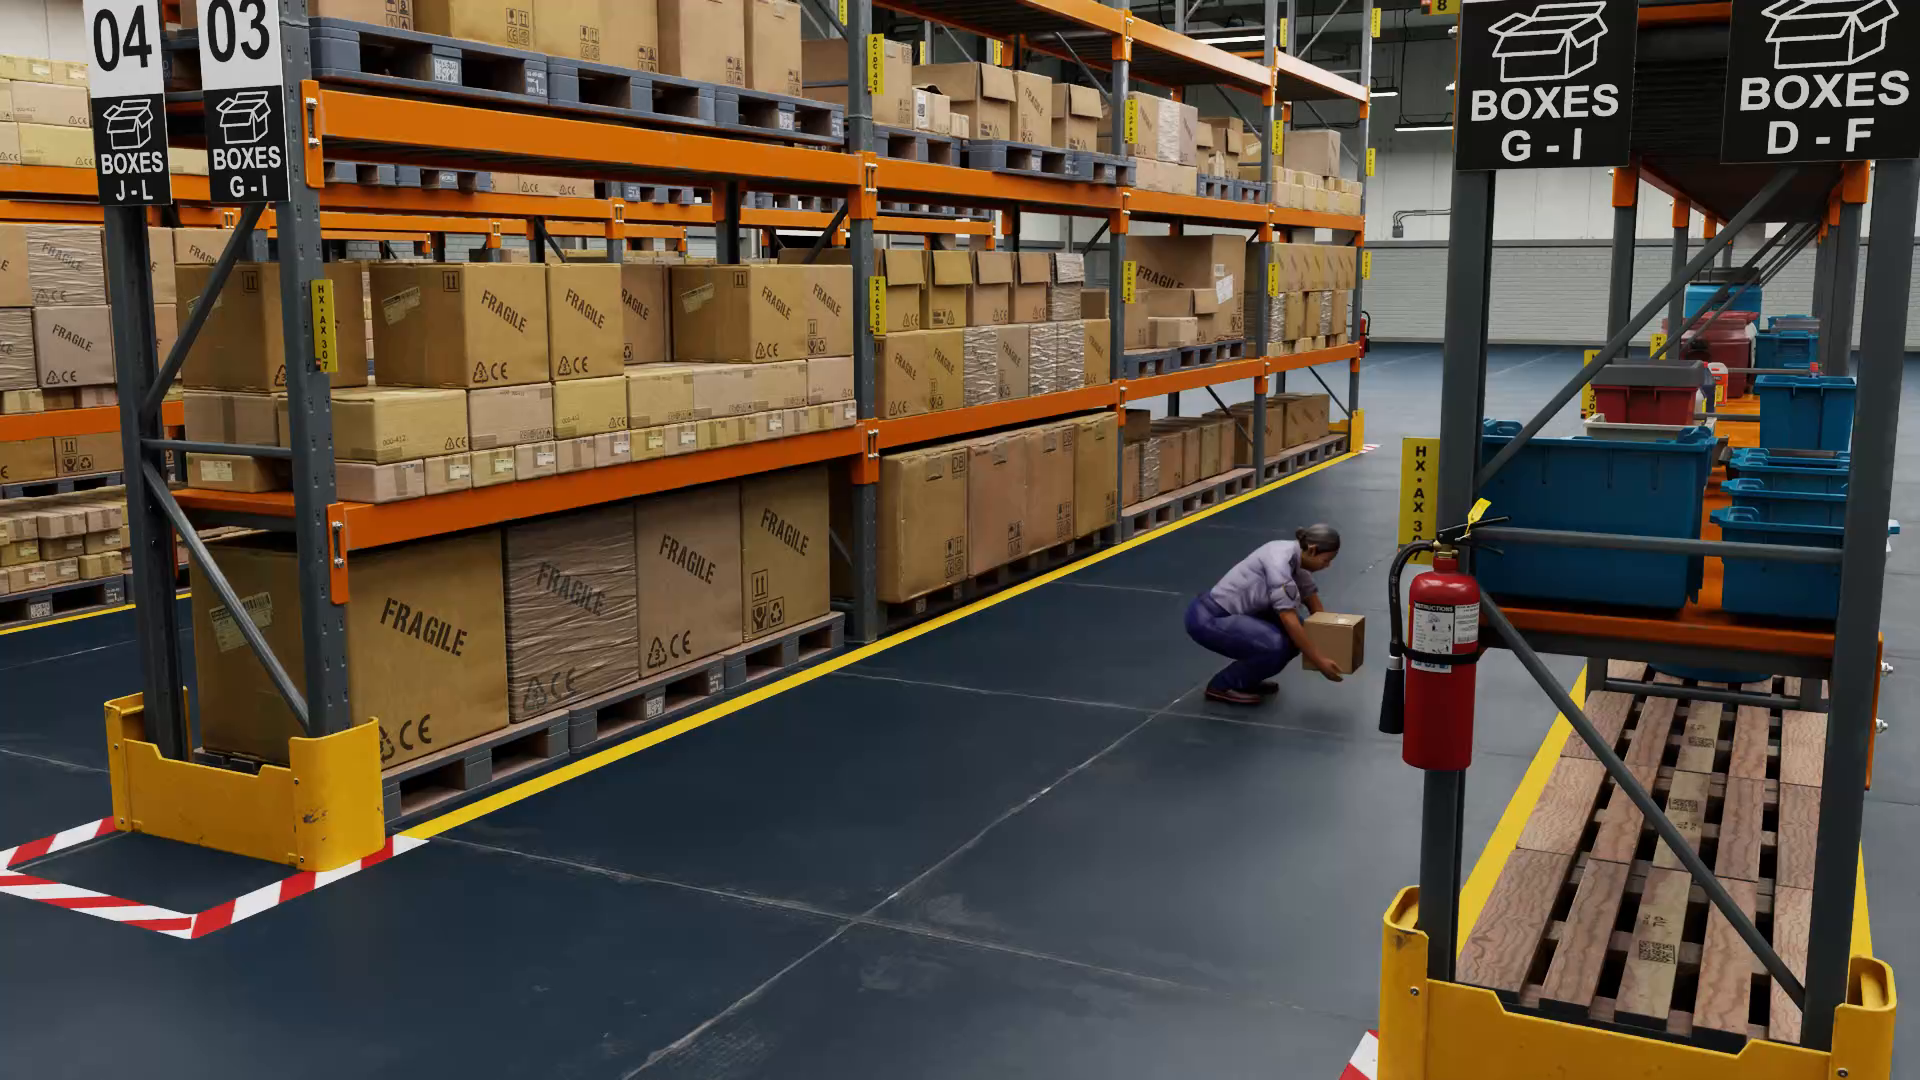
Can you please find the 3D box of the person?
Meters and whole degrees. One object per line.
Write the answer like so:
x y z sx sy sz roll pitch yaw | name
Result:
1.578 0.364 8.481 0.828 0.923 0.528 5 10 26 | person
